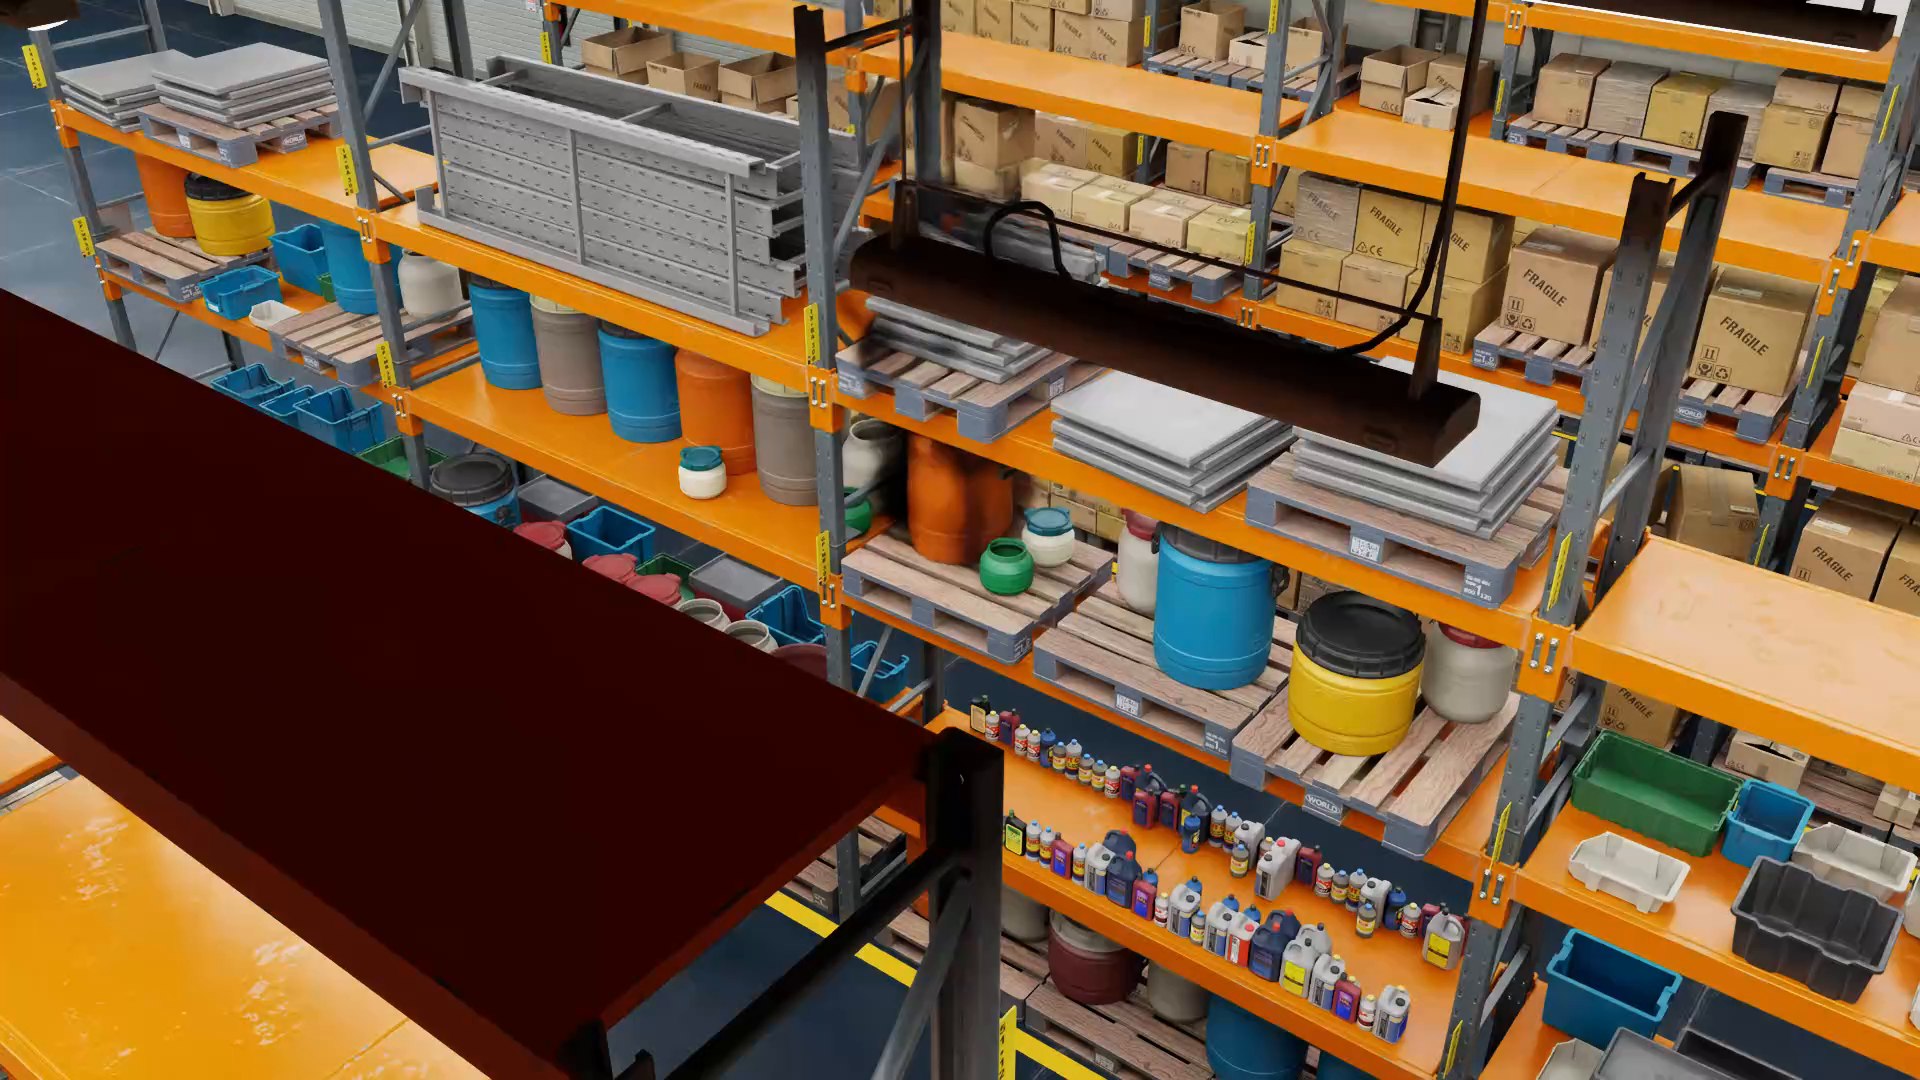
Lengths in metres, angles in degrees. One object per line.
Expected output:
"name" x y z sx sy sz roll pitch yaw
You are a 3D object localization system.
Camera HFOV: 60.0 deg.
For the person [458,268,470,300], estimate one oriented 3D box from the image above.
"person" -5.738 -3.236 18.896 0.720 1.784 0.716 -15 35 -24
